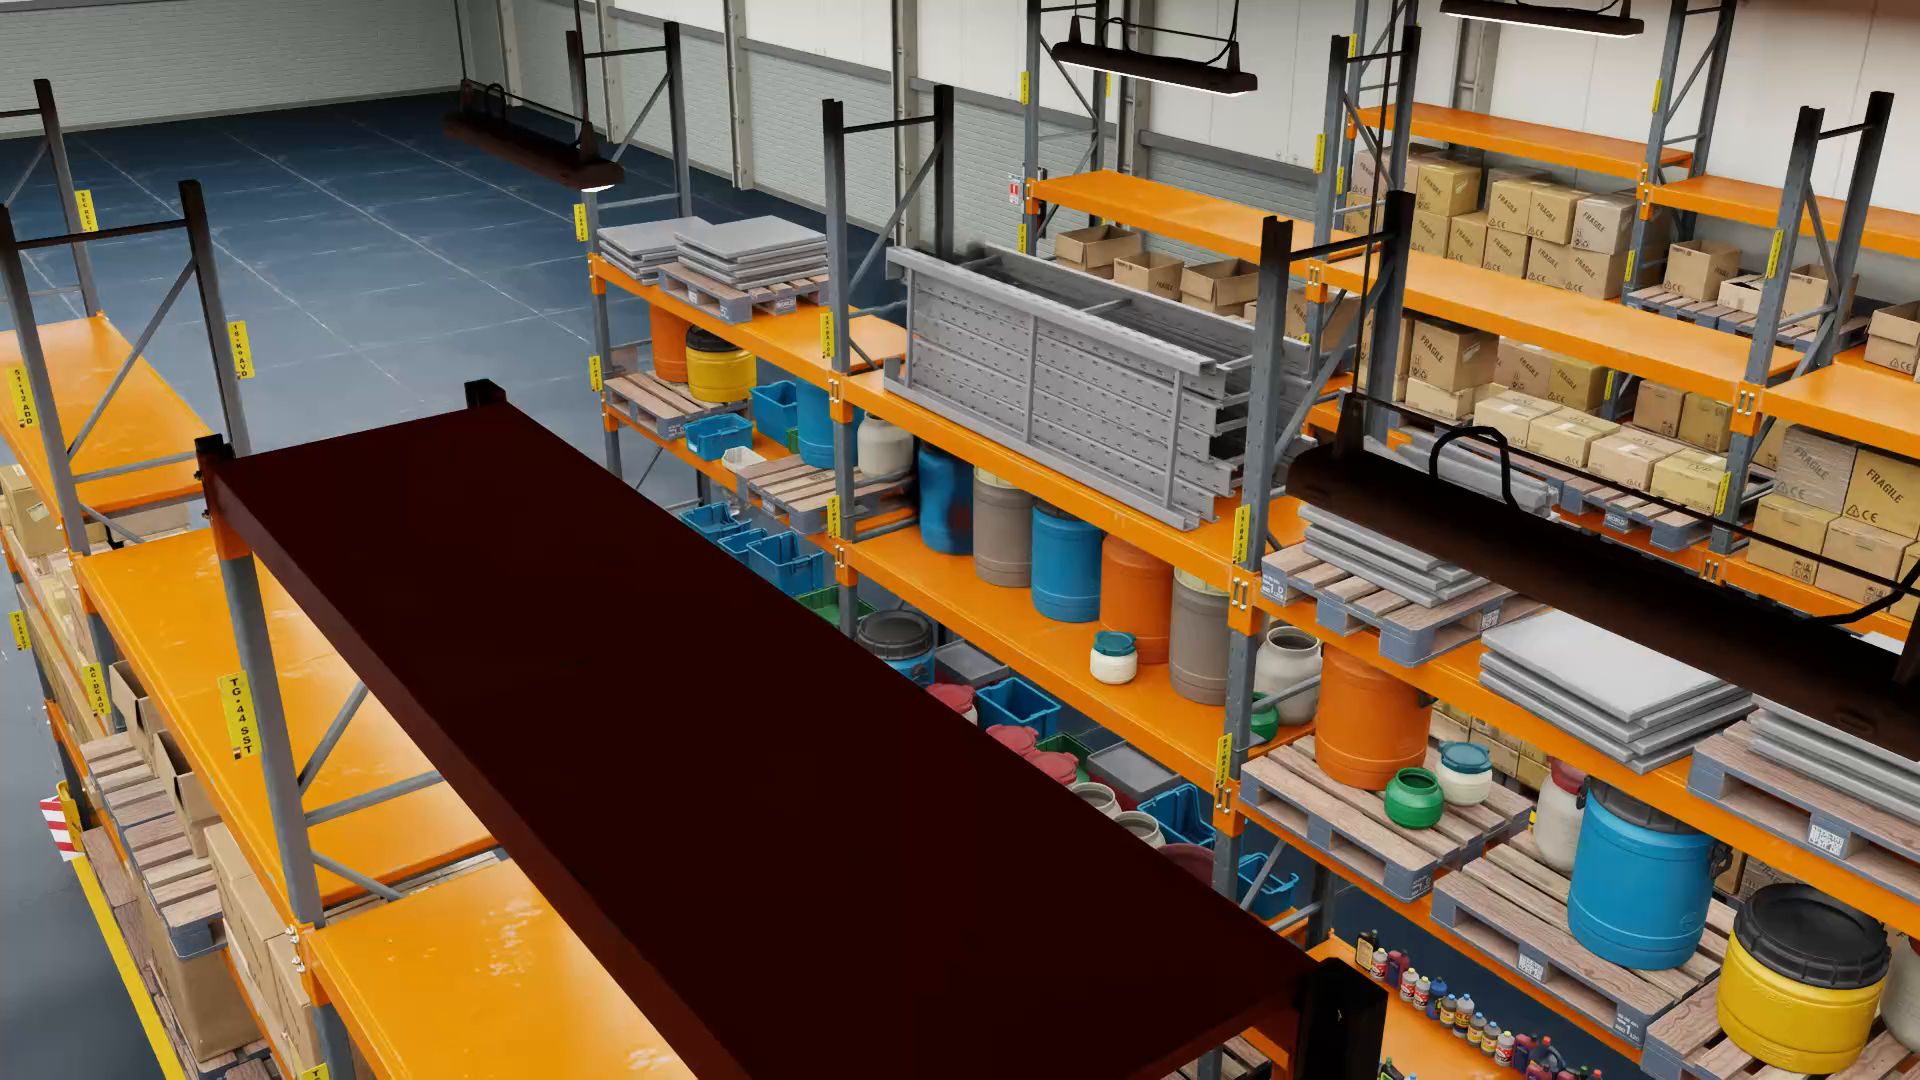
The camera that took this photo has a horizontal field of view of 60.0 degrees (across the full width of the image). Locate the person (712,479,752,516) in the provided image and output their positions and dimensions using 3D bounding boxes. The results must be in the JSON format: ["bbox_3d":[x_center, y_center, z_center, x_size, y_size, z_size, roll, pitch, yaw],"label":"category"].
[{"bbox_3d":[-2.721,-0.976,19.365,0.583,1.481,0.525,-9,26,-19],"label":"person"}]
